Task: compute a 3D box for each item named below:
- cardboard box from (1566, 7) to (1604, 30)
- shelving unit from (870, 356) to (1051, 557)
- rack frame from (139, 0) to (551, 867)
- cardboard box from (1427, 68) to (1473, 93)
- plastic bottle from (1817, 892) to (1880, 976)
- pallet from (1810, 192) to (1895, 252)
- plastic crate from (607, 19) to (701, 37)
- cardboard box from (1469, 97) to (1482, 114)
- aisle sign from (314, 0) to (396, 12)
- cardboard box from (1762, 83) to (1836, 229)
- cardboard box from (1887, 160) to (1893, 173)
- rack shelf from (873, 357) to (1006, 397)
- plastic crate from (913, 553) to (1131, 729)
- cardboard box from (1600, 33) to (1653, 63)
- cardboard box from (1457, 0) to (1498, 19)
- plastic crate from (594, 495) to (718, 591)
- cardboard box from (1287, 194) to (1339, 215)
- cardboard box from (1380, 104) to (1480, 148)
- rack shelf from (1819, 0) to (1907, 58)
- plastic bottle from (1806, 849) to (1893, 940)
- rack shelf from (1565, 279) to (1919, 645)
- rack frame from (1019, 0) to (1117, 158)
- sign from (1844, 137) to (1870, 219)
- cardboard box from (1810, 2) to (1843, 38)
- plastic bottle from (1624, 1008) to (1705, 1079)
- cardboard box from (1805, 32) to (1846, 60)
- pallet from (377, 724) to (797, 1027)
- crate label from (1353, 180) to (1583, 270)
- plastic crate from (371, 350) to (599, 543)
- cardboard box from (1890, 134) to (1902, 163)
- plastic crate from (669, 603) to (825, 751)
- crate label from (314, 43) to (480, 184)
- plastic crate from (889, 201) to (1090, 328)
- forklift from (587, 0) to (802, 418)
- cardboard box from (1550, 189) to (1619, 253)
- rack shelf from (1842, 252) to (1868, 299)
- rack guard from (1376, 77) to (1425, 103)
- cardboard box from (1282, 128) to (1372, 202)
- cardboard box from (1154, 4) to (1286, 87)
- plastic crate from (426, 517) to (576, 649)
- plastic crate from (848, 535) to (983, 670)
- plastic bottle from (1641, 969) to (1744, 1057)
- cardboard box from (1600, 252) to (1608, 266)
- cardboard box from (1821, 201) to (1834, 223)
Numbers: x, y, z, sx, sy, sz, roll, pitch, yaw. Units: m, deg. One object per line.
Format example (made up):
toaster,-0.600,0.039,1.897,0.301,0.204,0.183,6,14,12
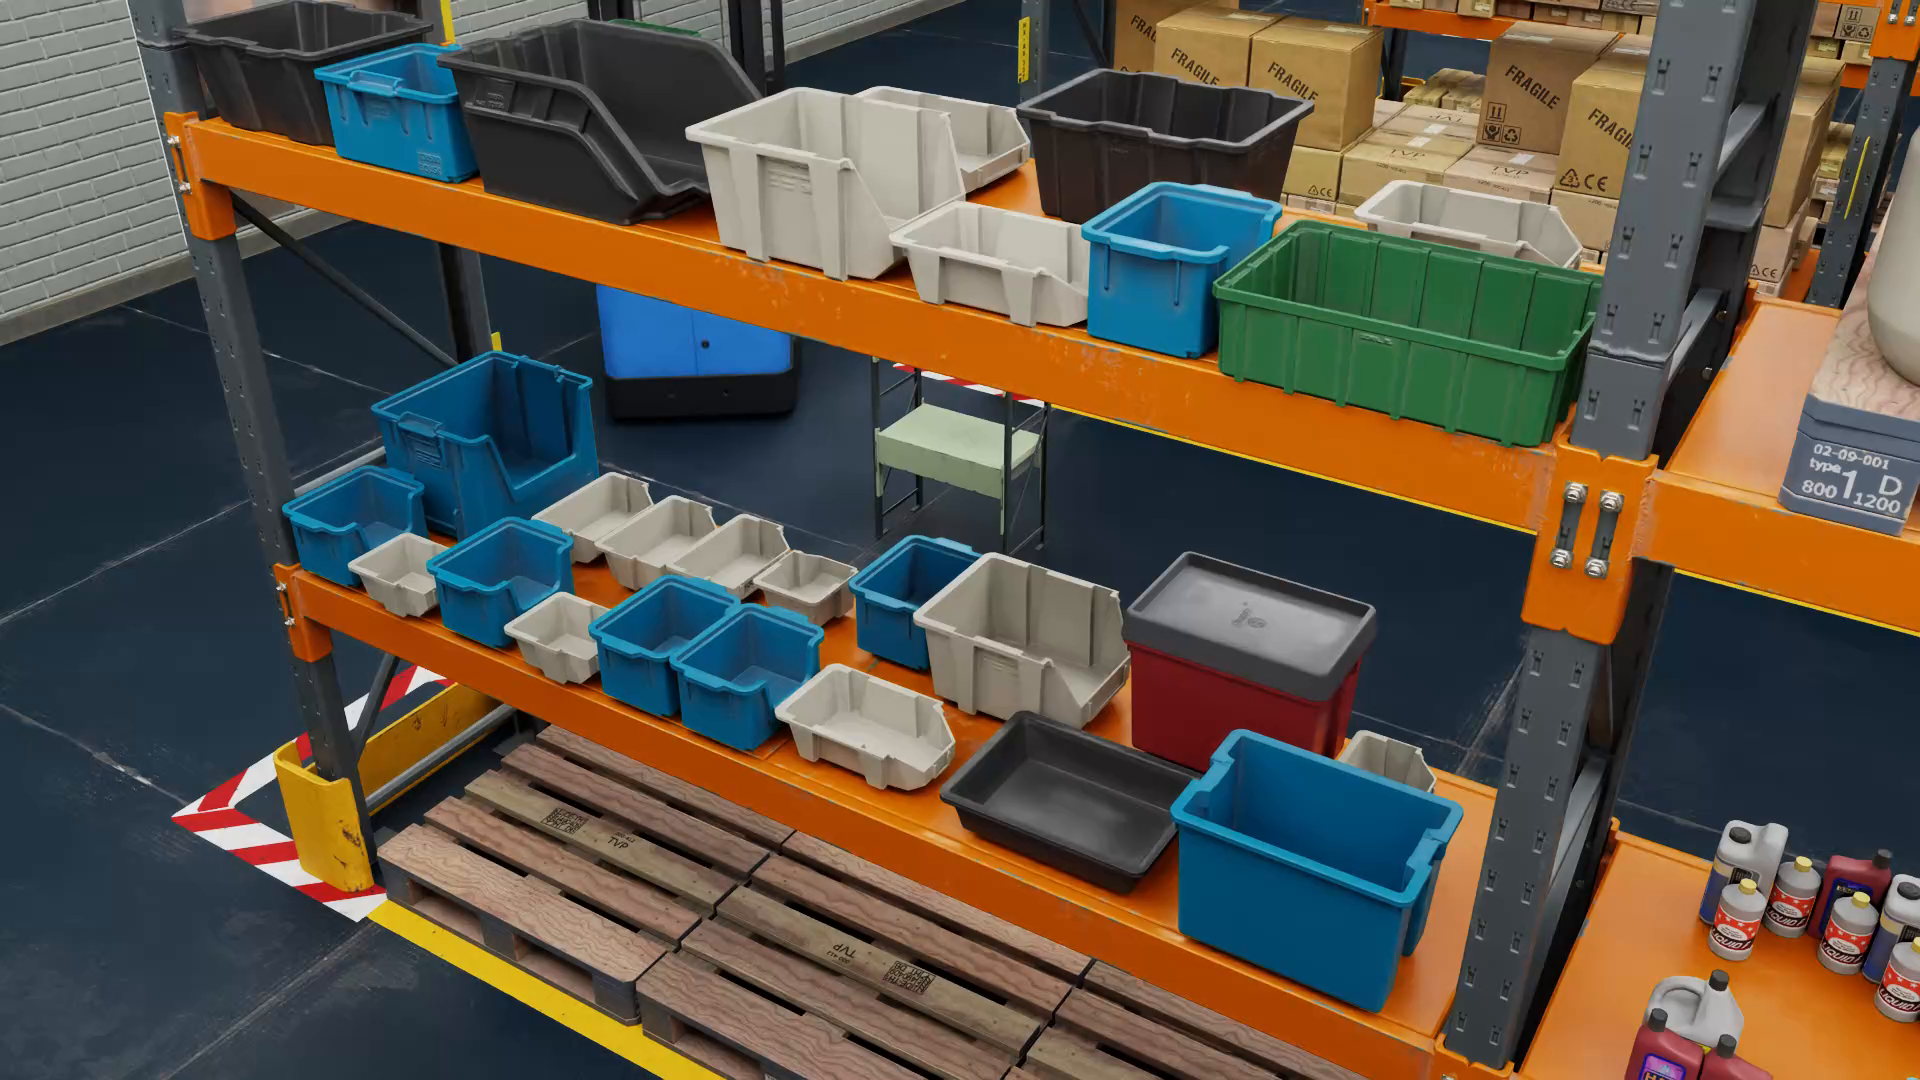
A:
cardboard box,4.599,-3.843,12.110,0.250,0.149,0.380,17,34,26
shelving unit,0.006,-0.646,7.869,0.755,1.500,0.431,18,35,27
rack frame,-1.997,-0.292,5.774,0.127,3.000,1.000,18,35,27
cardboard box,3.942,-3.669,13.385,0.250,0.149,0.380,18,35,28
plastic bottle,2.090,0.914,3.904,0.097,0.201,0.097,0,30,0
pallet,6.159,-2.385,12.128,1.213,0.211,1.003,18,35,27
plastic crate,-1.010,-1.354,4.828,0.336,0.188,0.450,18,35,27
cardboard box,4.065,-3.273,12.705,0.250,0.149,0.380,17,35,27
aisle sign,-1.902,-1.559,5.366,0.004,0.787,0.394,18,35,27
cardboard box,3.493,-1.731,7.350,0.500,0.500,0.500,19,35,29
cardboard box,6.610,-2.737,12.081,0.250,0.149,0.380,19,35,30
rack shelf,0.006,-0.983,7.672,0.720,0.370,0.431,18,35,27
plastic crate,0.196,0.317,4.788,0.530,0.282,0.437,18,35,27
cardboard box,3.341,-2.095,7.973,0.500,0.500,0.500,18,35,27
cardboard box,3.896,-4.015,12.405,0.250,0.149,0.380,17,34,26
plastic crate,-0.972,0.021,5.440,0.243,0.136,0.396,18,35,27
cardboard box,1.852,-1.718,8.468,0.250,0.149,0.380,17,34,27
cardboard box,2.492,-2.043,8.629,0.500,0.250,0.500,18,35,27
rack shelf,2.330,-2.855,7.905,4.000,0.370,1.077,18,35,27
plastic bottle,2.117,0.840,3.949,0.133,0.283,0.061,18,35,27
rack shelf,3.085,0.330,2.444,4.000,0.370,1.077,18,35,27
rack frame,0.636,-2.406,9.398,0.127,3.000,1.000,18,35,27
sign,3.730,-1.505,6.916,0.005,0.325,0.100,18,35,27
cardboard box,5.748,-3.745,11.298,0.500,0.500,0.500,17,34,26
plastic bottle,1.475,1.110,3.486,0.133,0.283,0.061,18,35,27
cardboard box,5.910,-3.412,11.371,0.250,0.149,0.380,19,35,29
pallet,-1.319,1.150,6.070,1.213,0.211,1.003,18,35,27
crate label,1.130,-0.657,3.684,0.466,0.136,0.293,18,35,27
plastic crate,-1.614,-0.323,5.733,0.499,0.435,0.616,18,35,27
cardboard box,6.565,-2.812,11.915,0.250,0.149,0.380,19,35,29
plastic crate,-0.593,0.394,4.705,0.300,0.233,0.416,18,35,27
crate label,-1.387,-1.139,4.396,0.502,0.251,0.408,18,35,27
plastic crate,0.111,-0.581,3.554,0.466,0.136,0.293,18,35,27
forklift,-1.571,-2.662,9.904,1.130,2.935,3.031,-2,30,-4
cardboard box,3.071,-1.542,7.770,0.500,0.250,0.500,19,35,29
rack shelf,5.718,-0.488,6.824,4.000,0.370,1.077,18,35,27
rack guard,3.423,-3.396,13.575,0.348,0.500,1.175,18,35,27
cardboard box,1.767,-1.953,8.475,0.500,0.250,0.500,16,34,26
cardboard box,1.323,-2.416,8.524,0.500,0.500,0.500,17,34,26
plastic crate,-1.405,0.137,5.145,0.300,0.233,0.416,18,35,27
plastic crate,-0.121,0.195,5.046,0.300,0.233,0.416,18,35,27
plastic bottle,1.551,1.044,3.532,0.185,0.351,0.144,18,35,27
cardboard box,3.156,-1.306,7.761,0.250,0.149,0.380,17,34,27
cardboard box,6.233,-2.334,11.686,0.250,0.149,0.380,18,35,28
